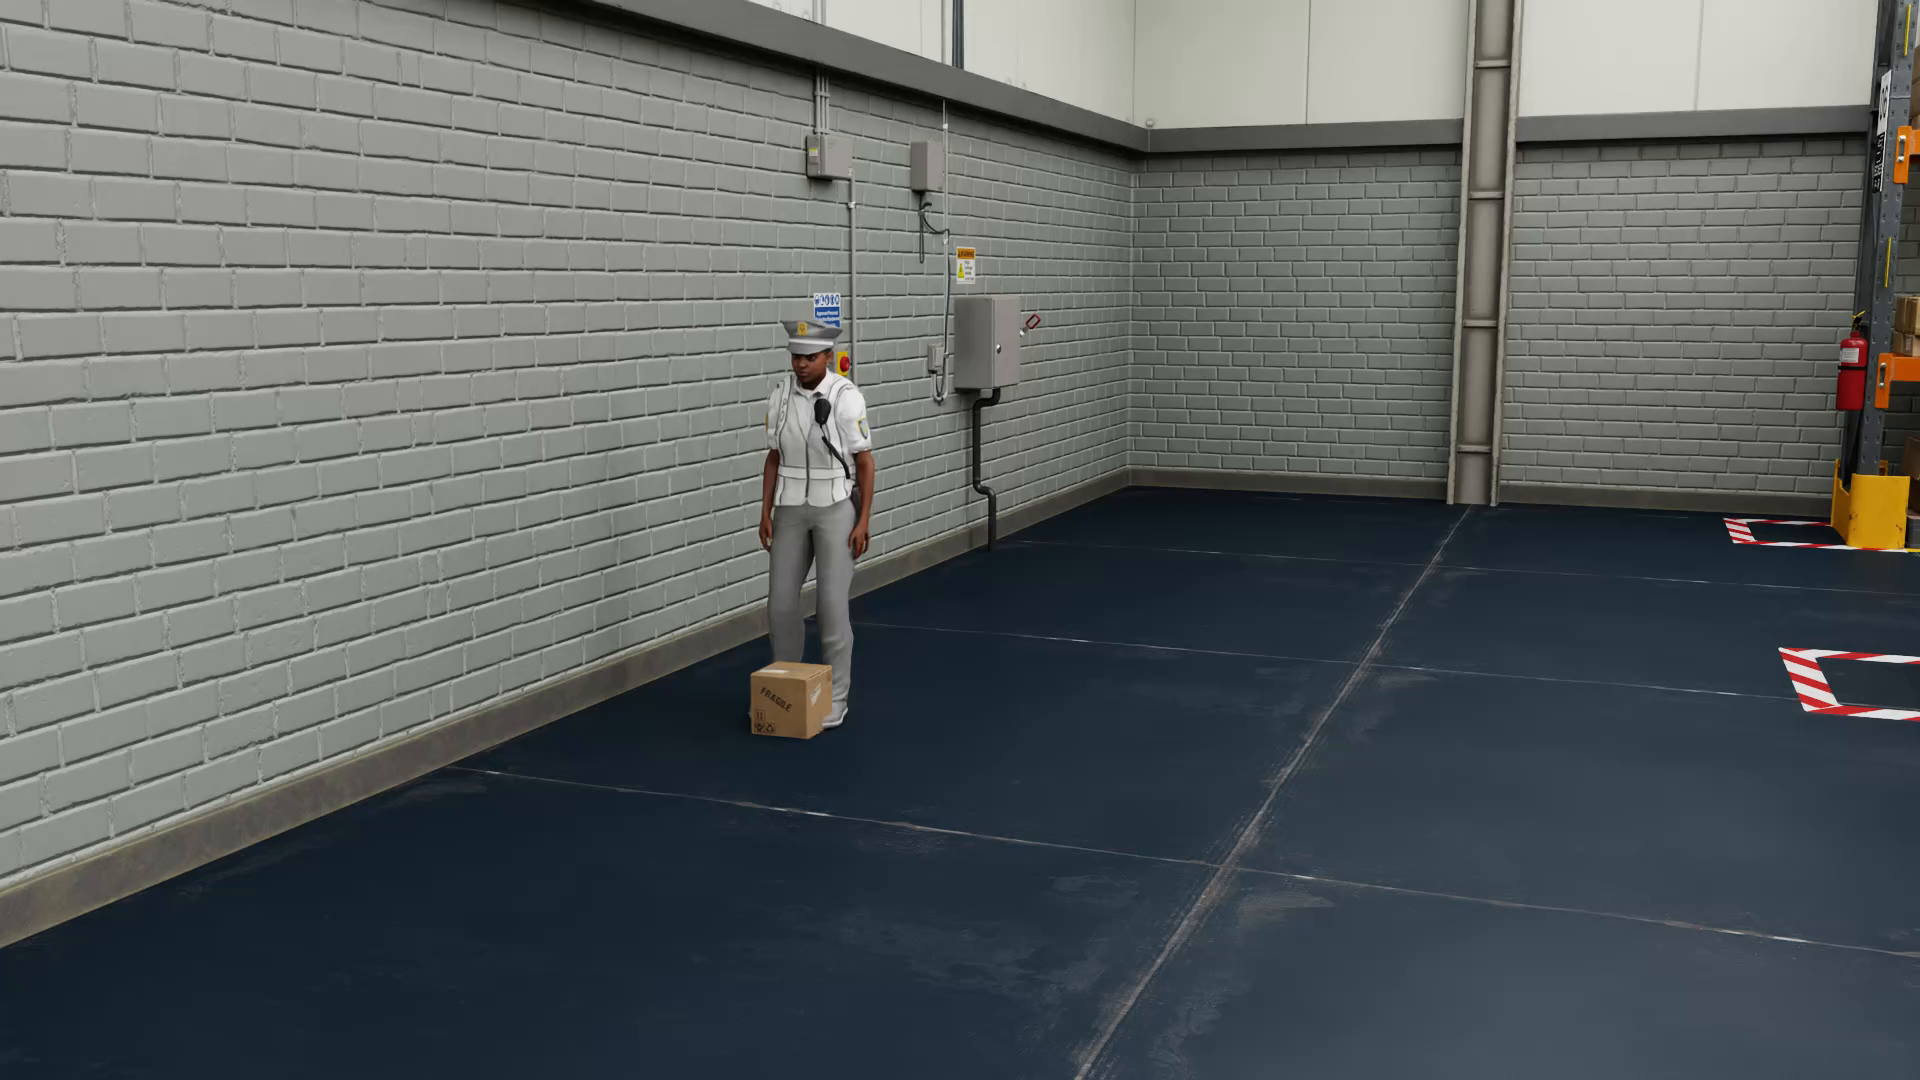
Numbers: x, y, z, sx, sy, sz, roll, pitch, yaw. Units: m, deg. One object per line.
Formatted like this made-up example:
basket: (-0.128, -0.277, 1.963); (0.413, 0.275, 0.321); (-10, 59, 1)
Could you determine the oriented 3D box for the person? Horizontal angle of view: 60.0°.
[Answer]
person: (-0.612, -0.077, 6.863); (0.513, 1.656, 0.426); (3, 9, 19)
